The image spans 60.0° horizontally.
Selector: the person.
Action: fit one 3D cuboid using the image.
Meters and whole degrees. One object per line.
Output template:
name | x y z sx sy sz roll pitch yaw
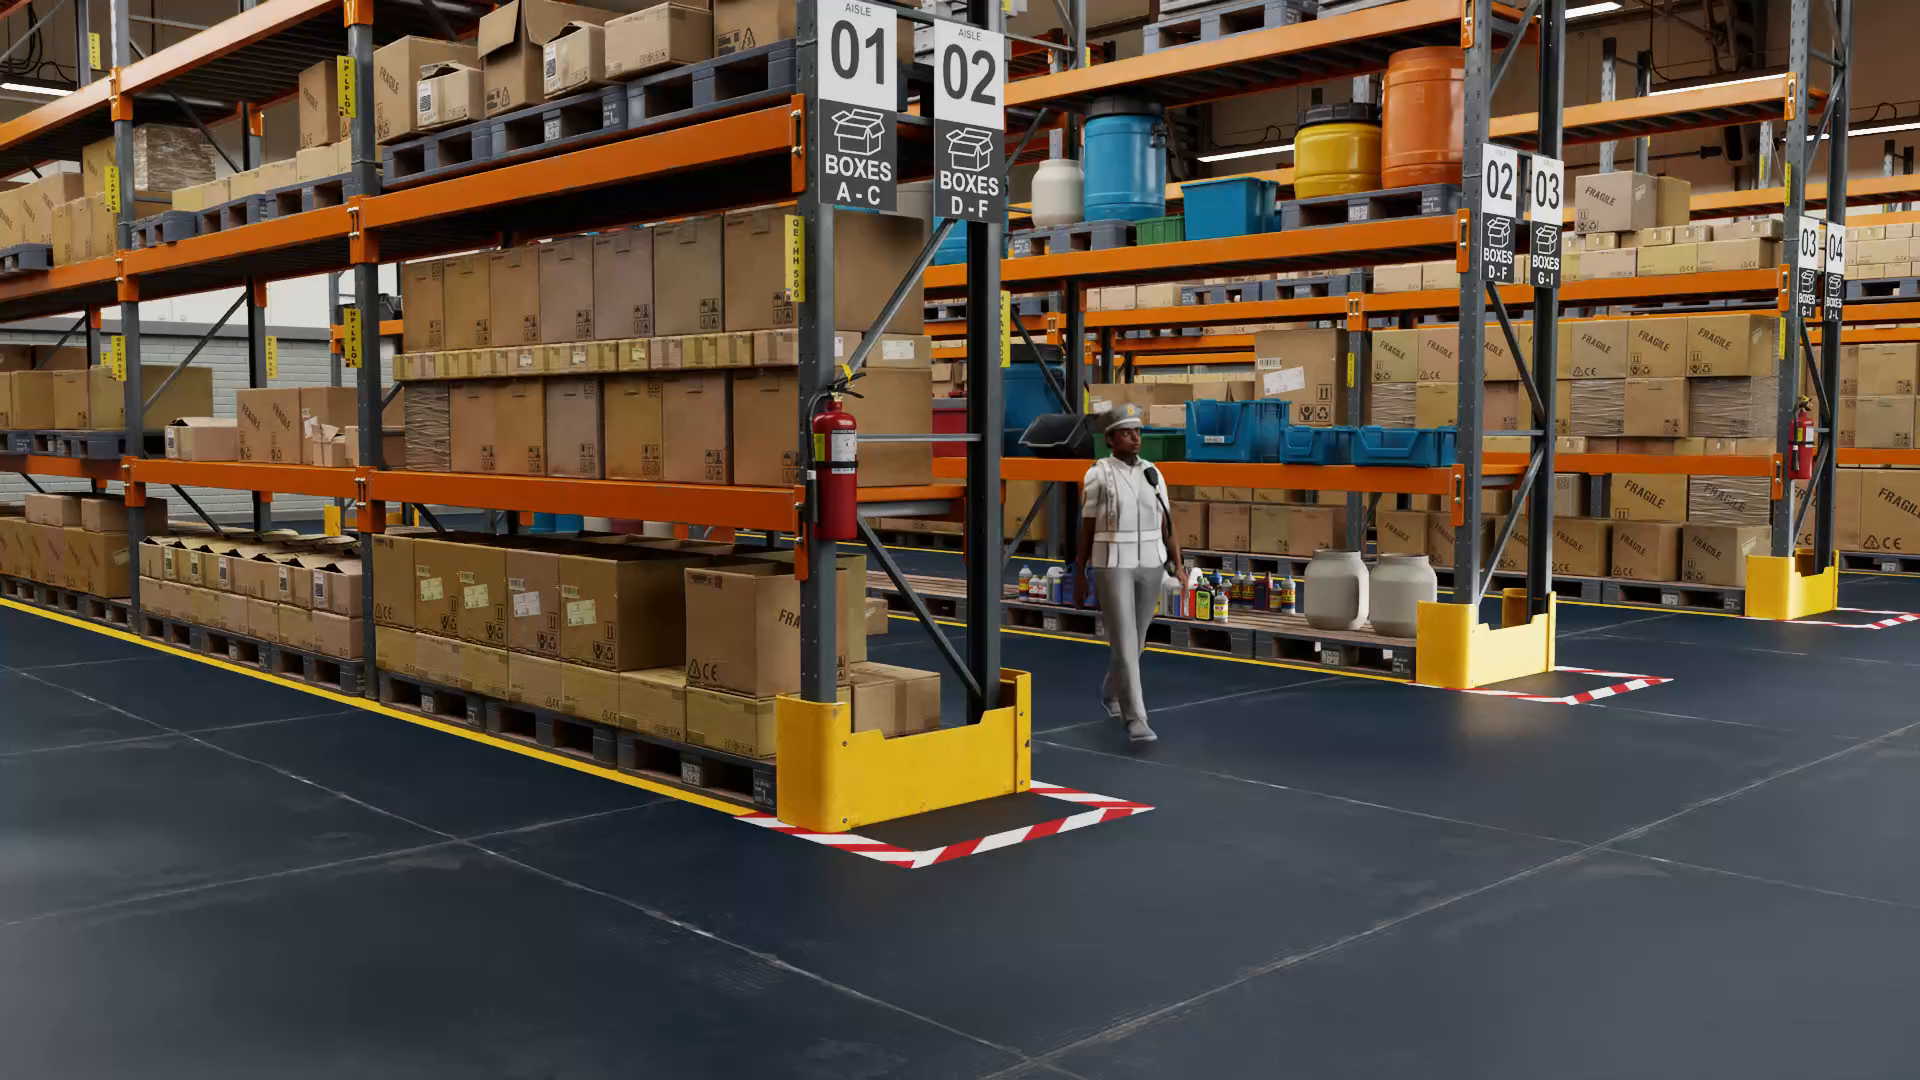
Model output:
person | 0.871 0.139 8.291 0.482 1.630 0.958 -1 4 -20
